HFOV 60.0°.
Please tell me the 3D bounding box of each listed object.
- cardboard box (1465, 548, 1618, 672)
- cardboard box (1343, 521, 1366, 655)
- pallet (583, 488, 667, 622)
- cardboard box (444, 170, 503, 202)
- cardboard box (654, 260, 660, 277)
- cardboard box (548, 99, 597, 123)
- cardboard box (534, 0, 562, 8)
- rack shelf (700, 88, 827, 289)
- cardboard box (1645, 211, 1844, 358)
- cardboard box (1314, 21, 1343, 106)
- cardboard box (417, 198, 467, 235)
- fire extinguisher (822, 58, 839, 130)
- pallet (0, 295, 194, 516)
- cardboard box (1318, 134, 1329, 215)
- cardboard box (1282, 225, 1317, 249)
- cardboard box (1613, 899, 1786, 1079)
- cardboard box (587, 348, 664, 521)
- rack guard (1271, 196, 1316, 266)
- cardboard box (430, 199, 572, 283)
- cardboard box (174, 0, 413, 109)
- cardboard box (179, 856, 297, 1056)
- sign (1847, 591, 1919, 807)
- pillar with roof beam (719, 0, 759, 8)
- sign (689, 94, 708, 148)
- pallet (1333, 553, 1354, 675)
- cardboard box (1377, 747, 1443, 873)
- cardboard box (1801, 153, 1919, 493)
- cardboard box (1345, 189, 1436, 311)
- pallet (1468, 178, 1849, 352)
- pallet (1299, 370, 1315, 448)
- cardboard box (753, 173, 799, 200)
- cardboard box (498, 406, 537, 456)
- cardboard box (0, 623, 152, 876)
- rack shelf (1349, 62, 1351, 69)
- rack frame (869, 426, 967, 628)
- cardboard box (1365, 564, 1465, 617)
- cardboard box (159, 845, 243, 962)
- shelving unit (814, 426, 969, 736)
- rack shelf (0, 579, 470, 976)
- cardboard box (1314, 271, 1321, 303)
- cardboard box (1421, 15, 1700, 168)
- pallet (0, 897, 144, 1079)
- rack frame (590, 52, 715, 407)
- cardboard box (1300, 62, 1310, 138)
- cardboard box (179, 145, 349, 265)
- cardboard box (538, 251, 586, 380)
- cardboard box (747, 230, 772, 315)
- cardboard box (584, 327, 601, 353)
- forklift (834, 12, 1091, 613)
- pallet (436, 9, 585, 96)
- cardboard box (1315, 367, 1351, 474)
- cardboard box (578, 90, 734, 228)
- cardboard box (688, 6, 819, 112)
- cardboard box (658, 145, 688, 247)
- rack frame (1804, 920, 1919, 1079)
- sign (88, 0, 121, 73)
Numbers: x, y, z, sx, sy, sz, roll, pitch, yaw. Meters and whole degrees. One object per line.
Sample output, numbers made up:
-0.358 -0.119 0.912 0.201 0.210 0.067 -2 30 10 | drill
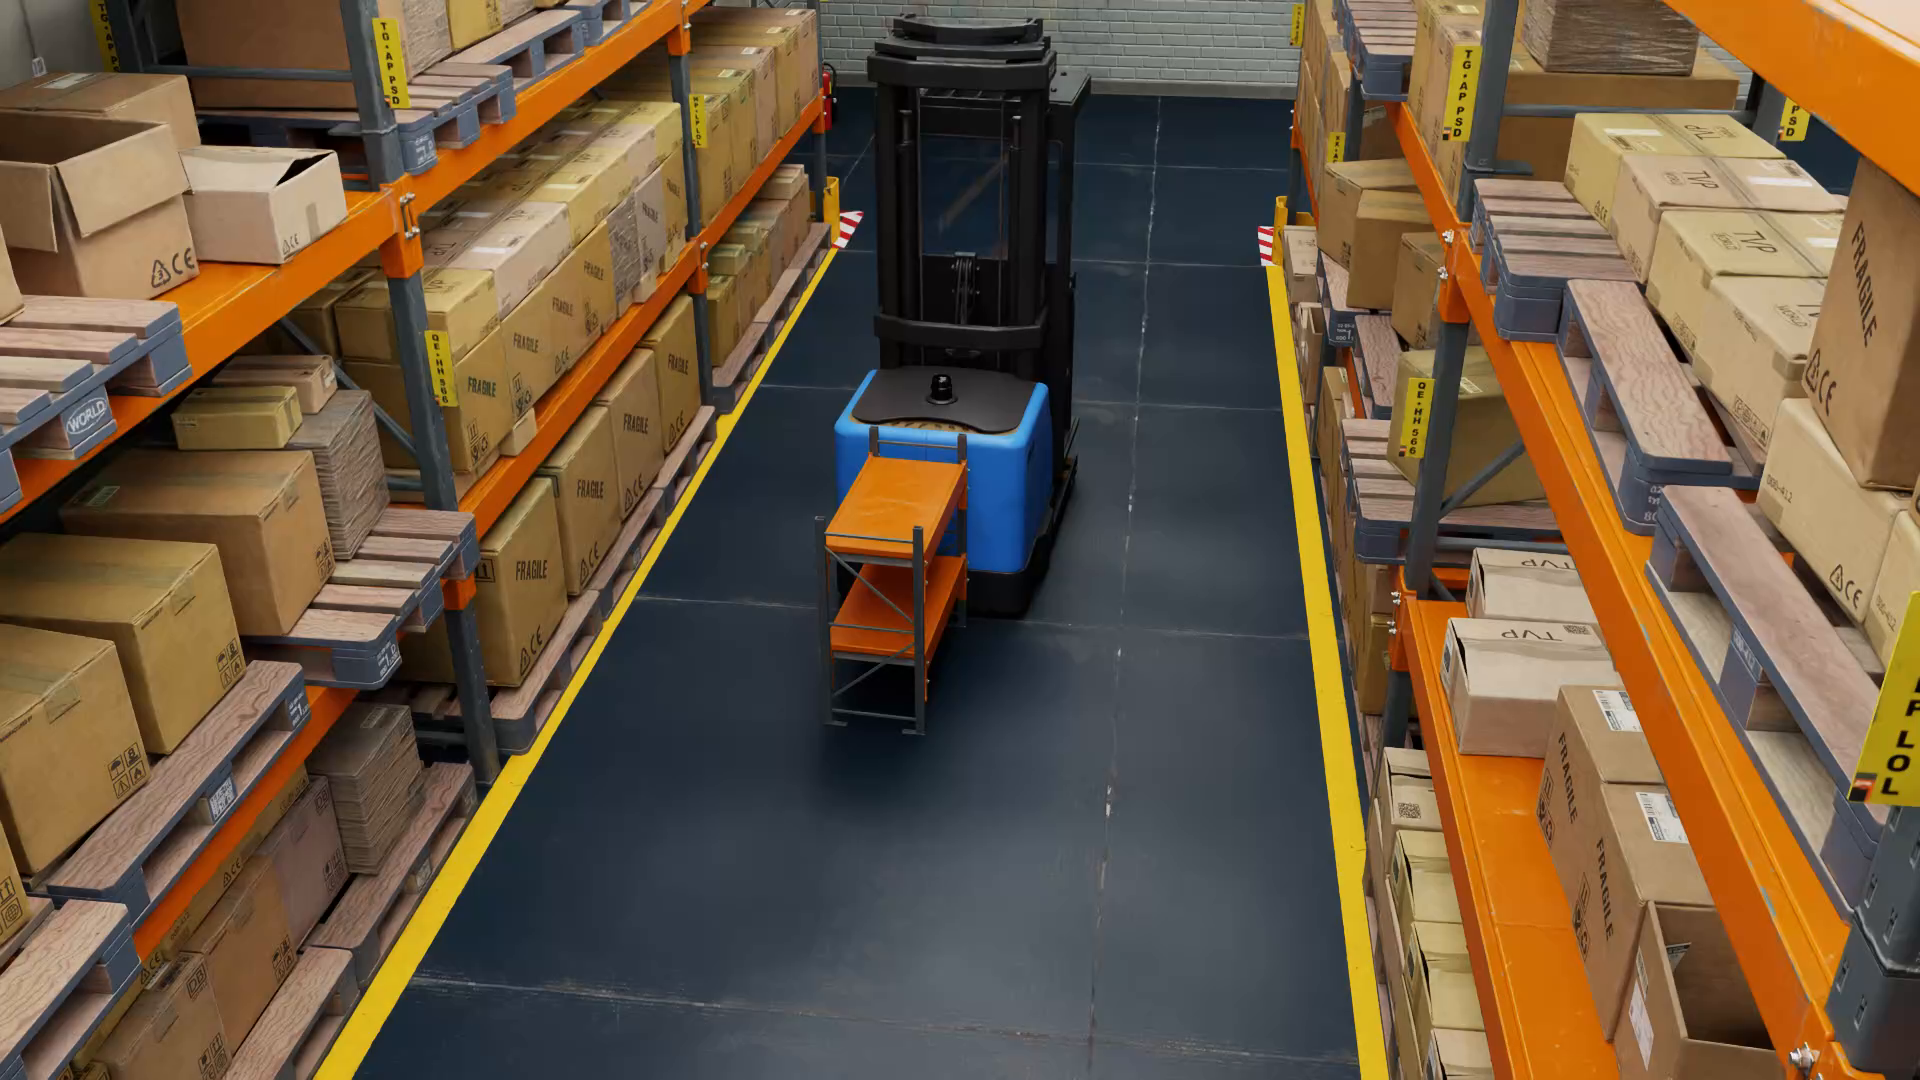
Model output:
2.186 0.249 6.218 0.500 0.311 0.500 5 29 9 | cardboard box
2.219 0.251 8.293 0.500 0.500 0.500 2 28 4 | cardboard box
-2.320 0.044 9.446 1.003 0.211 1.213 3 28 6 | pallet
-2.650 -1.712 8.534 0.500 0.250 0.500 3 28 5 | cardboard box
-1.997 -1.611 9.821 0.380 0.149 0.250 4 29 8 | cardboard box
-2.468 -2.440 9.886 0.500 0.250 0.500 4 29 8 | cardboard box
-2.374 -3.012 8.446 0.700 0.500 0.500 3 28 5 | cardboard box
-1.908 -2.752 12.454 1.077 0.370 4.000 3 28 6 | rack shelf
2.146 -0.665 4.374 0.500 0.250 0.500 3 28 5 | cardboard box
2.754 -3.294 11.542 0.500 0.500 0.500 3 28 6 | cardboard box
-2.712 -1.472 8.089 0.500 0.250 0.500 3 28 5 | cardboard box
-1.186 -3.856 14.220 0.296 0.674 0.183 3 28 6 | fire extinguisher
-2.828 -0.372 4.314 1.213 0.211 1.003 3 28 6 | pallet
2.632 -2.378 10.897 0.500 0.500 0.500 4 29 8 | cardboard box
2.861 -2.486 13.743 0.380 0.149 0.250 3 28 6 | cardboard box
1.958 1.272 4.121 0.500 0.500 0.500 5 29 10 | cardboard box
-2.210 -0.634 9.588 0.750 0.750 0.750 4 29 8 | cardboard box
3.245 -2.588 14.027 1.175 0.500 0.348 3 28 6 | rack guard
-2.209 -1.446 8.040 0.500 0.250 0.500 4 29 7 | cardboard box
-2.642 -2.030 6.624 0.700 0.500 0.500 1 28 2 | cardboard box
-2.891 1.475 6.020 0.700 0.500 0.500 3 28 6 | cardboard box
1.244 0.211 2.157 0.100 0.325 0.005 3 28 6 | sign
2.082 -7.722 14.596 9.100 9.000 0.400 3 28 6 | pillar with roof beam
-1.613 -2.575 10.230 0.100 0.325 0.005 3 28 6 | sign
2.555 0.347 8.883 1.003 0.211 1.213 3 28 6 | pallet
1.918 1.050 6.504 0.500 0.311 0.500 4 29 8 | cardboard box
1.945 -0.403 3.097 0.500 0.500 0.500 6 29 11 | cardboard box
2.462 -1.533 8.884 0.700 0.500 0.500 8 29 14 | cardboard box
2.279 -0.871 5.241 1.213 0.211 1.003 5 29 9 | pallet
2.849 -0.937 11.267 1.003 0.211 1.213 3 28 6 | pallet
-1.515 -2.854 13.393 0.380 0.149 0.250 4 29 8 | cardboard box
-2.217 -0.523 7.801 0.380 0.149 0.250 4 29 8 | cardboard box
-2.912 0.589 4.926 0.700 0.500 0.500 7 29 13 | cardboard box
3.009 -3.787 11.212 1.077 0.370 4.000 3 28 6 | rack shelf
-0.213 -0.056 8.668 0.500 1.125 0.032 5 29 10 | rack frame
2.158 0.138 7.713 0.500 0.250 0.500 4 29 8 | cardboard box
-2.870 1.181 5.776 0.500 0.250 0.500 3 28 6 | cardboard box
-0.313 0.181 8.229 0.538 1.125 1.048 5 29 10 | shelving unit
-2.888 1.014 5.465 1.077 0.370 4.000 3 28 6 | rack shelf
2.989 -1.821 12.135 0.797 0.503 0.637 3 28 6 | cardboard box
2.356 -1.770 6.606 0.910 0.500 0.500 3 28 6 | cardboard box
-2.895 1.371 4.244 1.003 0.211 1.213 3 28 6 | pallet
-2.153 -2.127 10.536 1.000 3.000 0.127 3 28 6 | rack frame
2.880 -3.332 12.666 0.500 0.500 0.500 3 28 6 | cardboard box
-2.463 -1.180 5.688 0.500 0.311 0.500 3 28 6 | cardboard box
-2.194 -1.122 8.229 0.500 0.500 0.500 3 28 6 | cardboard box
-1.830 -2.036 12.559 0.700 0.500 0.500 4 29 7 | cardboard box
-2.157 -1.130 8.929 0.380 0.149 0.250 4 29 8 | cardboard box
0.126 -1.583 9.598 1.130 2.935 3.031 6 29 10 | forklift
-2.483 -2.315 7.920 1.003 0.211 1.213 5 29 9 | pallet
2.463 -0.721 10.097 0.500 0.500 0.500 2 28 4 | cardboard box
-2.070 -2.514 10.937 0.980 0.700 0.700 4 29 7 | cardboard box
-1.716 -3.902 13.513 0.980 0.700 0.700 5 29 9 | cardboard box
-1.959 -2.079 10.007 0.500 0.500 0.500 3 28 5 | cardboard box
1.784 1.924 3.015 1.000 3.000 0.127 3 28 6 | rack frame
-3.193 -1.864 6.256 0.100 0.325 0.005 3 28 6 | sign
